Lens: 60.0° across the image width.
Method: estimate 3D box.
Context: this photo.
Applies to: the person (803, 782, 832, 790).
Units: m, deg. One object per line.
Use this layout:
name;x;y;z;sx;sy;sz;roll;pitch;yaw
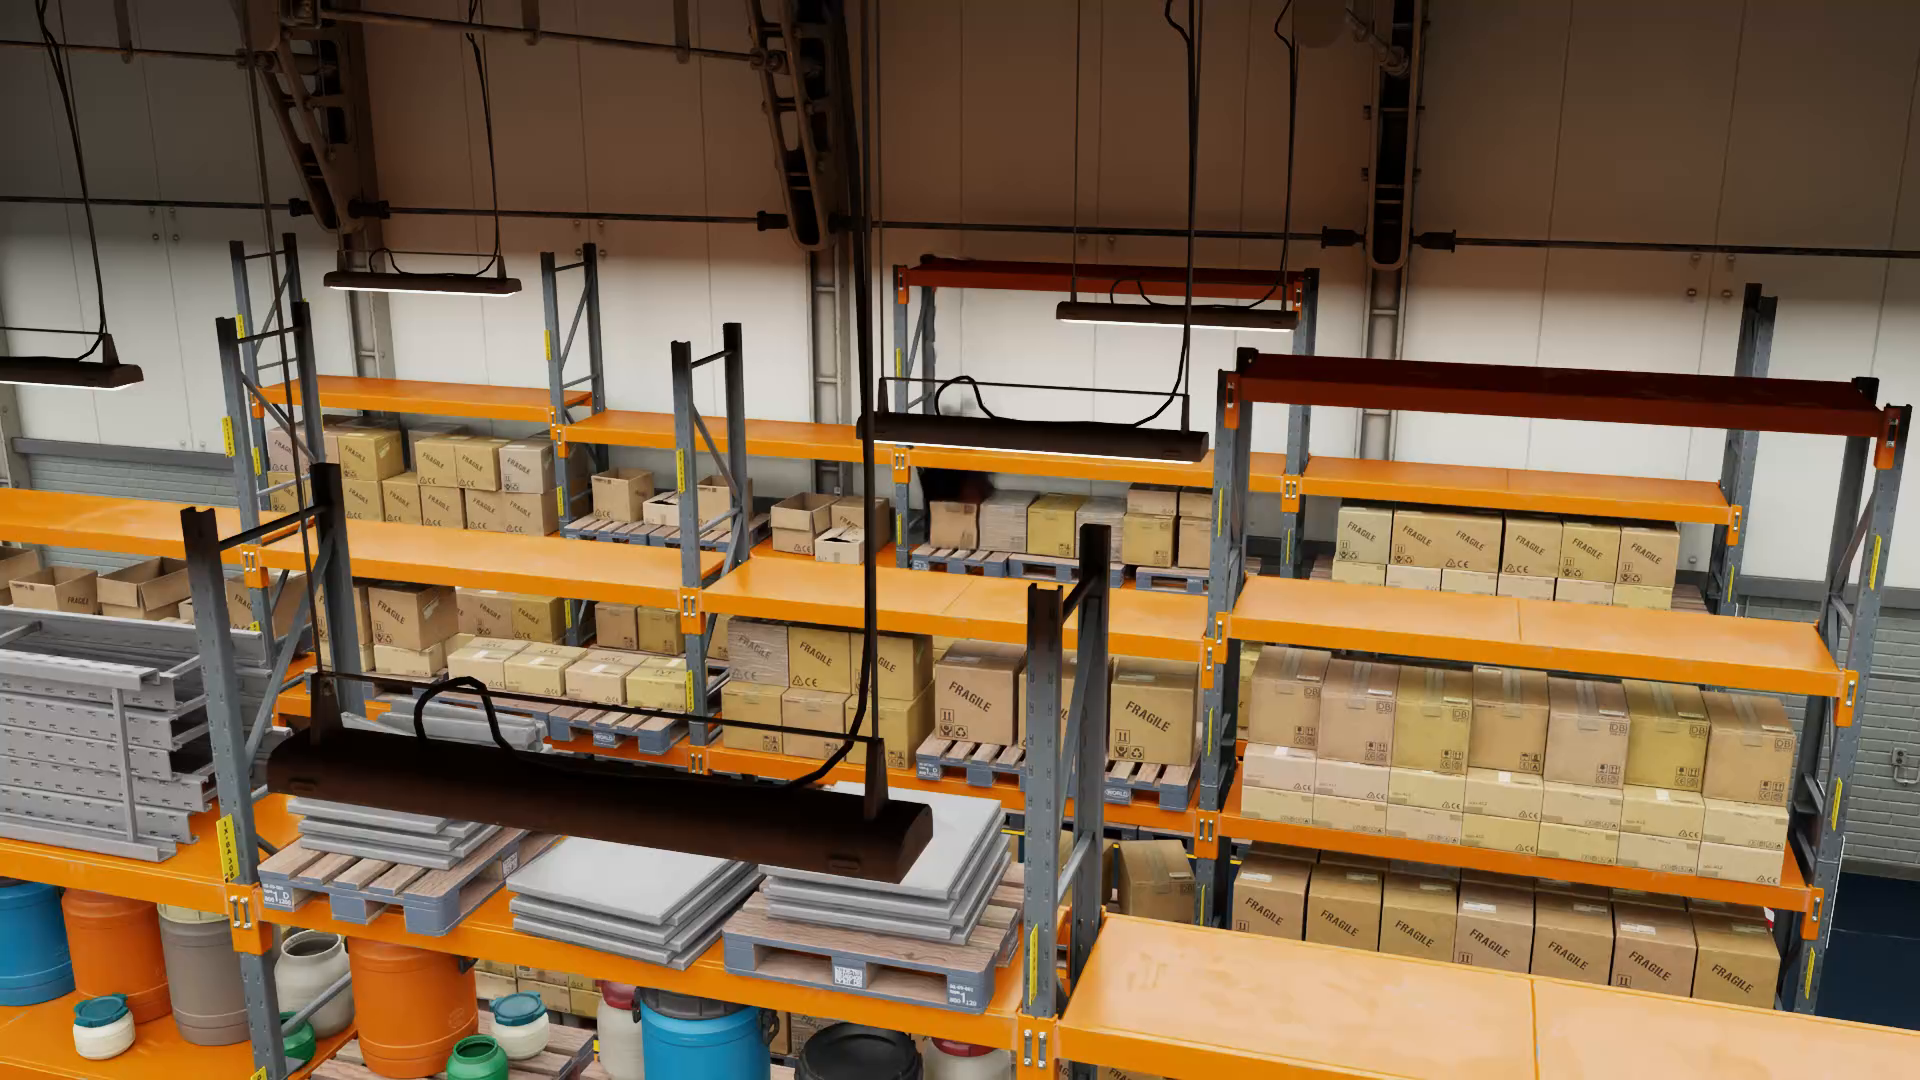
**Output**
person;-1.242;2.910;15.473;0.868;1.819;0.616;4;16;13
